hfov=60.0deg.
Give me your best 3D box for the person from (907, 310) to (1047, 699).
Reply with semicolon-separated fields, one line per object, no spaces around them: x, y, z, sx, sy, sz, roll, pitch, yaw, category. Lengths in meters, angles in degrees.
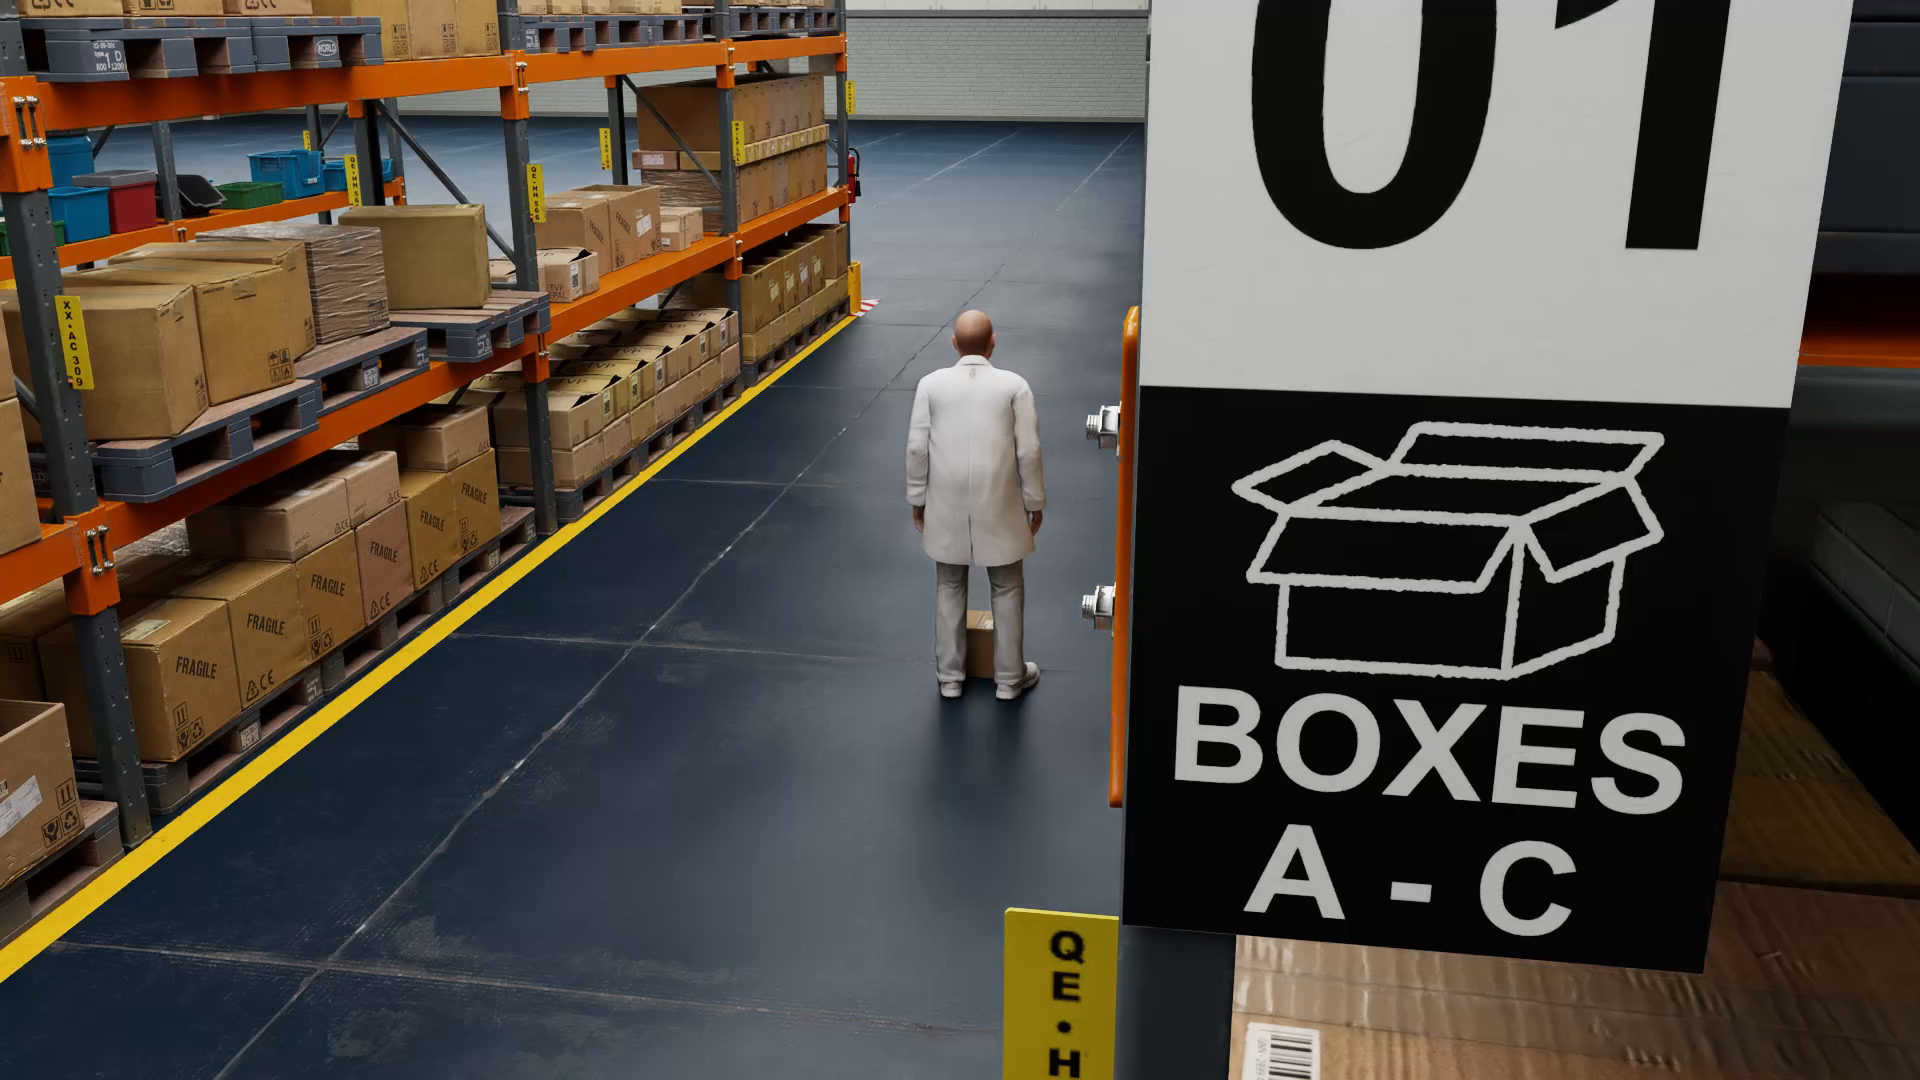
0.073;-0.153;7.556;0.642;1.774;0.420;3;18;9;person
